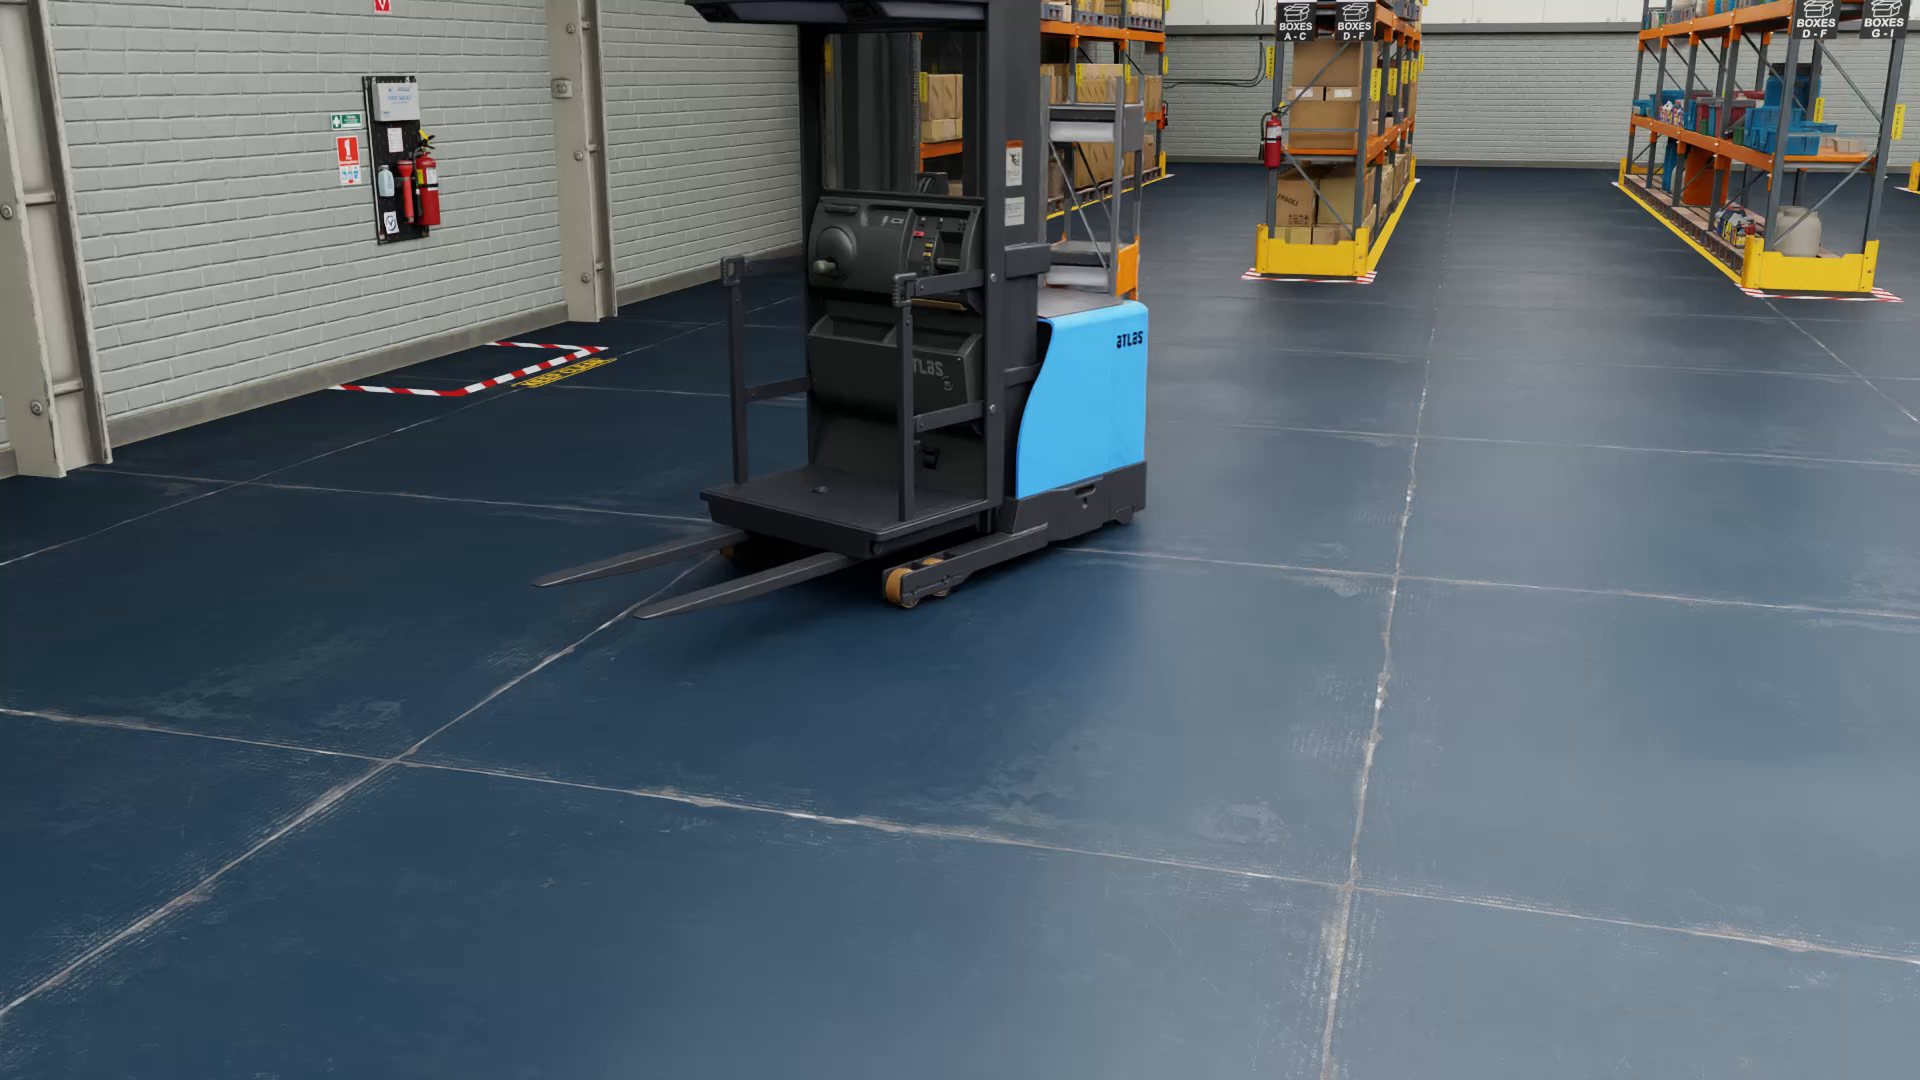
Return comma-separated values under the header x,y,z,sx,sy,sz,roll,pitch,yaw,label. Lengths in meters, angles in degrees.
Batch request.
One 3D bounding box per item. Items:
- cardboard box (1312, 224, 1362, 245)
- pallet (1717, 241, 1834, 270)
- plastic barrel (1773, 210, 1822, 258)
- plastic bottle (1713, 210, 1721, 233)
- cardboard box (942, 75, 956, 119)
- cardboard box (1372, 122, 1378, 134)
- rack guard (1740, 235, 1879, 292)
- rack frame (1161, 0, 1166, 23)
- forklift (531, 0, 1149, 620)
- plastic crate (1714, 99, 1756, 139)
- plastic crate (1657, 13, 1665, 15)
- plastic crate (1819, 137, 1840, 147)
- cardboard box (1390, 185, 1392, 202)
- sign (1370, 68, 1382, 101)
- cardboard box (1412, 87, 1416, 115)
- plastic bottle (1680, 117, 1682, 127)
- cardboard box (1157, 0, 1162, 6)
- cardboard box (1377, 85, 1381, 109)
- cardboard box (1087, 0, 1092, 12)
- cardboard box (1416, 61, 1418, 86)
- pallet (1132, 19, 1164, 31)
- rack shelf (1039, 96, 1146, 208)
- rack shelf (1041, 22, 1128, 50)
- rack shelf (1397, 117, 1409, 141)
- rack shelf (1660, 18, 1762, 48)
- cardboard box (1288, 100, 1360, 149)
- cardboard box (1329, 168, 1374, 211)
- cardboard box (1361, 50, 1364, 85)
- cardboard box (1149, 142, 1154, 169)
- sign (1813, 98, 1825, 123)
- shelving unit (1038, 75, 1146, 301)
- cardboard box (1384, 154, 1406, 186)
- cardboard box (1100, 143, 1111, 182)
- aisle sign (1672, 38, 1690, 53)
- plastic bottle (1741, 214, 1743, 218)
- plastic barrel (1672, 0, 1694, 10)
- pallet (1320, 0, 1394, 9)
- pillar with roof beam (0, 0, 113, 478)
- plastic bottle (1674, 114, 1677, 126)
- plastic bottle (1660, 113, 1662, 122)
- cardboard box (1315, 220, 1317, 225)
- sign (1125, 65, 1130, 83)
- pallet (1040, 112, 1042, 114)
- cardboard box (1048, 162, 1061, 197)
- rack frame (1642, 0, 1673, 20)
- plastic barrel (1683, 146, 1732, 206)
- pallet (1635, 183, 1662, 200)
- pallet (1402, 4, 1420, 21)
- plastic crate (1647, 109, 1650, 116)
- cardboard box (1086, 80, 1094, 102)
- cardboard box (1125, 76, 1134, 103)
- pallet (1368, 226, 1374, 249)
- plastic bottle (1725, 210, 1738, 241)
x,y,z,sx,sy,sz,roll,pitch,yaw,label
4.180,-3.352,18.420,0.500,0.250,0.500,5,16,16,cardboard box
9.123,-3.177,18.644,1.003,0.211,1.213,5,16,16,pallet
8.676,-3.148,17.221,0.421,0.512,0.421,0,16,0,plastic barrel
9.188,-3.861,20.139,0.097,0.271,0.097,0,16,0,plastic bottle
-0.363,-5.261,19.746,0.500,0.500,0.500,5,16,16,cardboard box
5.399,-5.492,22.154,0.380,0.149,0.250,5,16,16,cardboard box
8.539,-2.786,16.735,1.175,0.500,0.348,5,16,16,rack guard
3.610,-11.805,32.959,1.000,3.000,0.127,5,16,16,rack frame
-0.426,-1.285,6.988,1.130,2.935,3.031,13,20,38,forklift
9.543,-5.193,20.522,0.402,0.464,0.583,5,16,16,plastic crate
11.925,-8.730,27.920,0.416,0.233,0.300,5,16,16,plastic crate
9.480,-4.440,18.469,0.530,0.136,0.437,5,16,16,plastic crate
6.172,-5.166,24.814,0.500,0.250,0.500,5,17,17,cardboard box
4.344,-4.760,17.382,0.100,0.325,0.005,5,16,16,sign
8.204,-8.180,30.987,0.500,0.500,0.500,5,17,16,cardboard box
10.592,-6.130,24.308,0.097,0.201,0.097,0,16,0,plastic bottle
3.664,-10.688,32.466,0.500,0.500,0.500,5,16,16,cardboard box
6.158,-6.867,25.588,0.700,0.500,0.500,-1,16,-3,cardboard box
1.818,-9.077,27.848,0.700,0.500,0.500,5,16,16,cardboard box
8.213,-8.659,30.845,0.500,0.500,0.500,5,17,17,cardboard box
3.410,-10.125,32.693,1.003,0.211,1.213,5,16,16,pallet
0.666,-1.956,8.353,0.431,0.518,0.480,6,17,17,rack shelf
1.905,-8.446,27.932,1.077,0.370,4.000,5,16,16,rack shelf
6.656,-6.620,26.991,1.077,0.370,4.000,5,16,16,rack shelf
11.404,-7.678,25.224,1.077,0.370,4.000,5,16,16,rack shelf
3.959,-4.519,18.082,0.700,0.500,0.500,5,16,16,cardboard box
4.737,-4.237,20.166,0.500,0.500,0.500,5,16,16,cardboard box
4.118,-5.295,18.440,0.700,0.500,0.500,4,16,14,cardboard box
3.507,-7.728,33.388,0.700,0.500,0.500,5,16,16,cardboard box
10.223,-5.099,19.802,0.100,0.325,0.005,5,16,16,sign
0.658,-1.297,8.543,0.431,2.100,0.503,6,17,17,shelving unit
7.359,-6.347,28.485,0.500,0.500,0.500,5,16,16,cardboard box
2.164,-6.628,28.868,0.750,0.750,0.750,5,17,18,cardboard box
13.410,-9.398,30.701,0.394,0.787,0.004,5,16,16,aisle sign
9.146,-3.684,19.515,0.097,0.271,0.097,0,16,0,plastic bottle
11.582,-8.697,26.477,0.433,0.535,0.433,0,16,0,plastic barrel
4.733,-6.572,20.167,1.003,0.211,1.213,5,16,16,pallet
-0.850,-4.396,6.837,9.100,9.000,0.400,5,16,16,pillar with roof beam
10.823,-6.343,25.060,0.097,0.201,0.097,0,16,0,plastic bottle
11.378,-6.888,26.851,0.097,0.271,0.097,0,16,0,plastic bottle
3.814,-3.524,19.026,0.500,0.250,0.500,5,16,16,cardboard box
2.997,-8.352,29.802,0.100,0.325,0.005,5,16,16,sign
0.814,-6.213,24.588,1.003,0.211,1.213,5,16,16,pallet
1.182,-5.643,26.001,0.700,0.500,0.500,5,17,17,cardboard box
13.109,-11.037,30.250,1.000,3.000,0.127,5,16,16,rack frame
10.958,-5.345,24.385,0.600,0.830,0.708,5,16,16,plastic barrel
12.144,-5.958,28.449,1.003,0.211,1.213,5,16,16,pallet
5.980,-7.611,24.014,1.213,0.211,1.003,5,17,18,pallet
12.033,-7.315,28.515,0.437,0.125,0.590,5,16,16,plastic crate
1.878,-7.270,27.200,0.500,0.500,0.500,5,17,18,cardboard box
2.644,-8.158,30.543,0.980,0.700,0.700,5,17,17,cardboard box
4.685,-3.850,21.017,1.003,0.211,1.213,5,16,16,pallet
8.897,-3.609,19.105,0.144,0.351,0.185,4,16,15,plastic bottle
